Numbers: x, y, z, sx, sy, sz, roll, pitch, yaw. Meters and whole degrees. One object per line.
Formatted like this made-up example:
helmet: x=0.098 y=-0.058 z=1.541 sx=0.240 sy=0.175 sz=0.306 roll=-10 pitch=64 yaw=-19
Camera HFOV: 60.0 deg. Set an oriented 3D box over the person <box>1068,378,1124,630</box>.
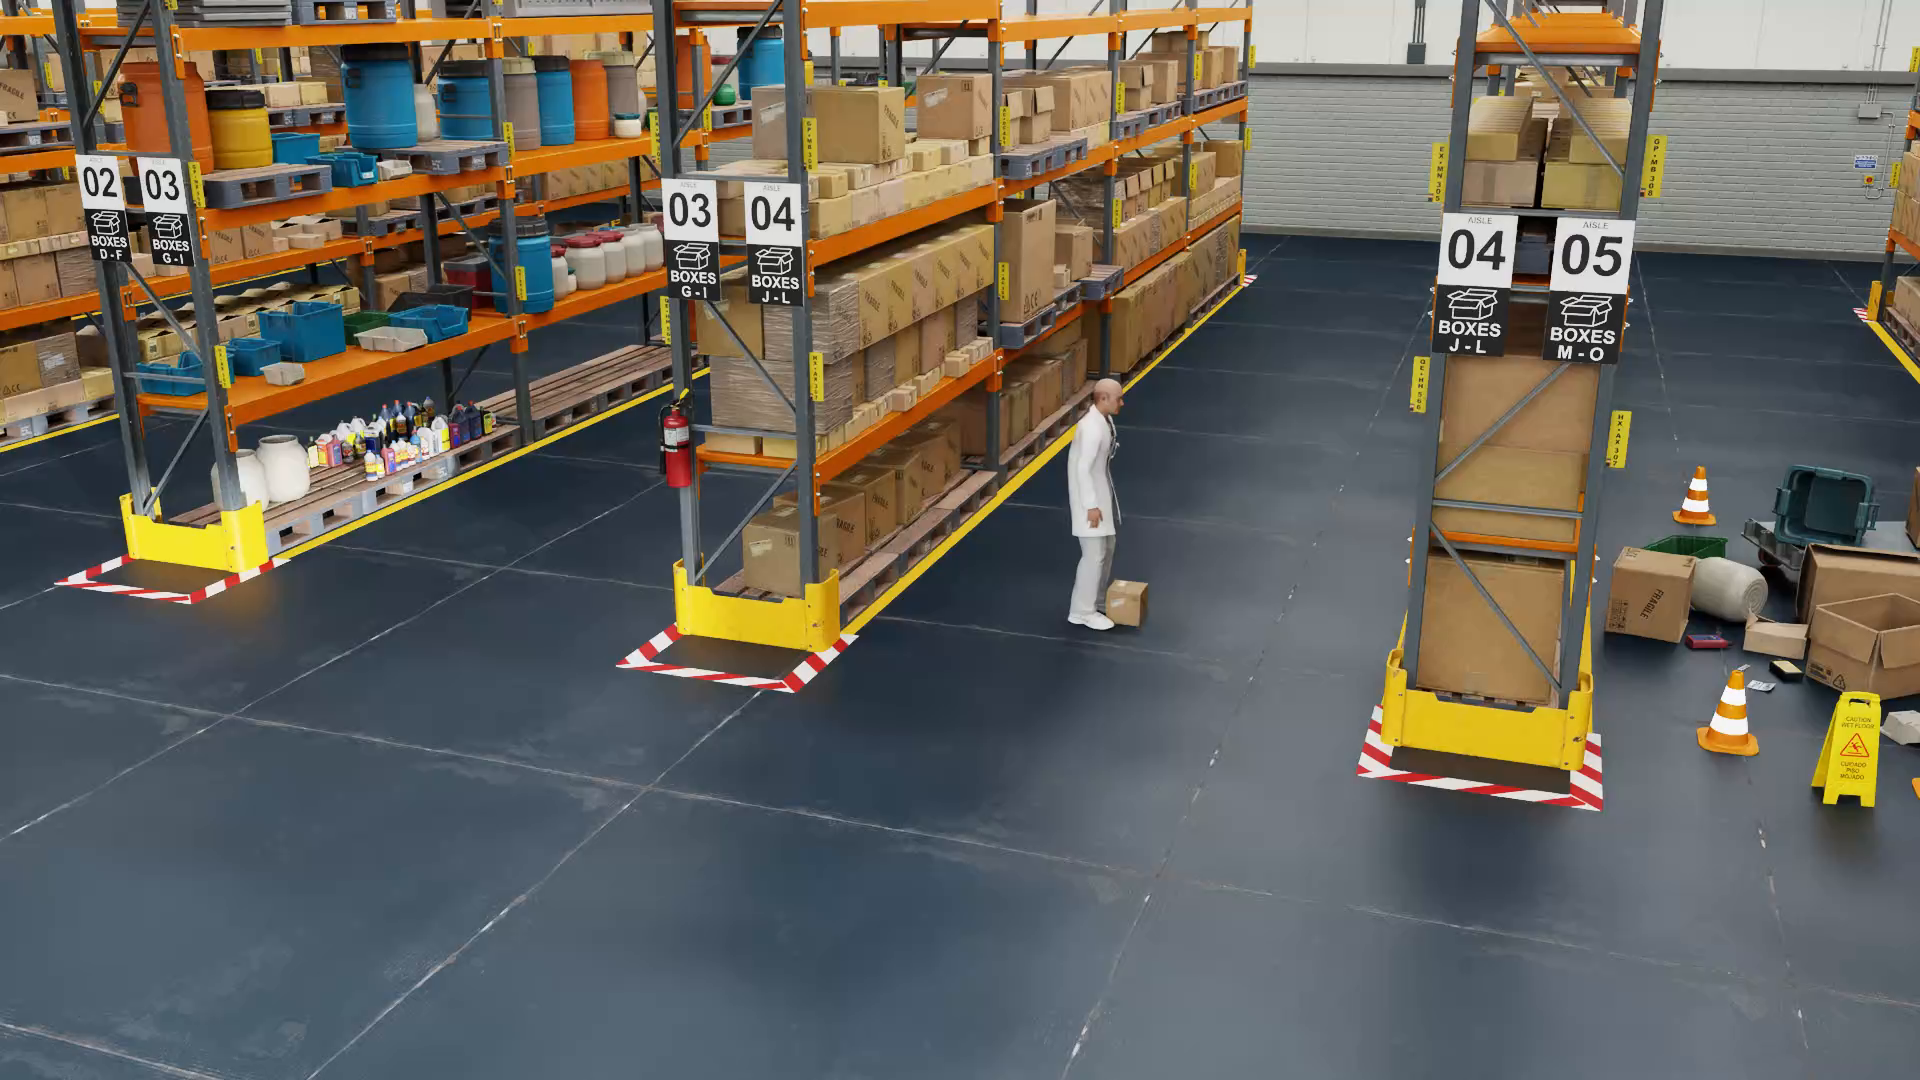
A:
person: x=0.990 y=-0.288 z=11.952 sx=0.425 sy=1.772 sz=0.644 roll=5 pitch=19 yaw=16
